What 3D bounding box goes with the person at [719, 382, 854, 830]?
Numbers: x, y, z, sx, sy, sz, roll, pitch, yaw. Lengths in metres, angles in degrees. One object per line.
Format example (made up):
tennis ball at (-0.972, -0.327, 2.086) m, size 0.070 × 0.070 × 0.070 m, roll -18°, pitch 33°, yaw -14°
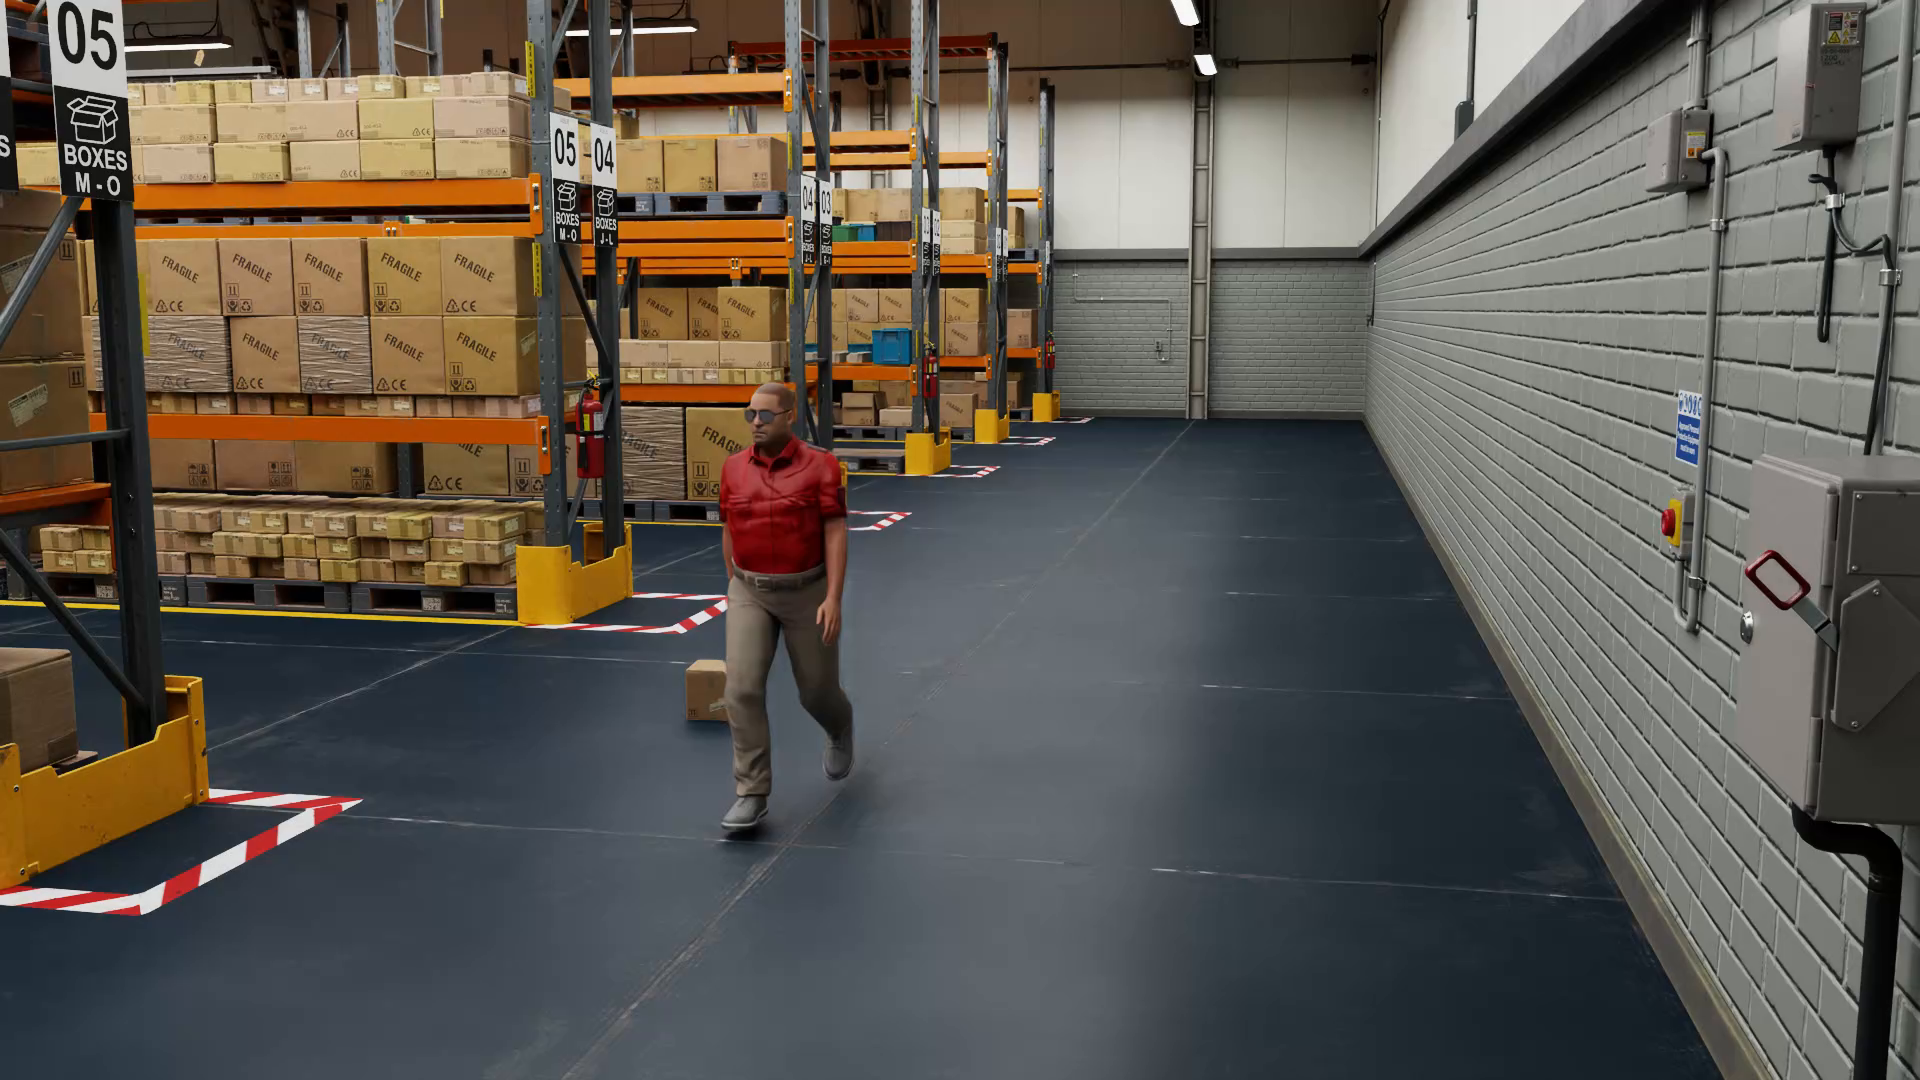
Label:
person at (-0.688, 0.217, 6.584) m, size 0.539 × 1.682 × 0.941 m, roll 1°, pitch 8°, yaw 9°
